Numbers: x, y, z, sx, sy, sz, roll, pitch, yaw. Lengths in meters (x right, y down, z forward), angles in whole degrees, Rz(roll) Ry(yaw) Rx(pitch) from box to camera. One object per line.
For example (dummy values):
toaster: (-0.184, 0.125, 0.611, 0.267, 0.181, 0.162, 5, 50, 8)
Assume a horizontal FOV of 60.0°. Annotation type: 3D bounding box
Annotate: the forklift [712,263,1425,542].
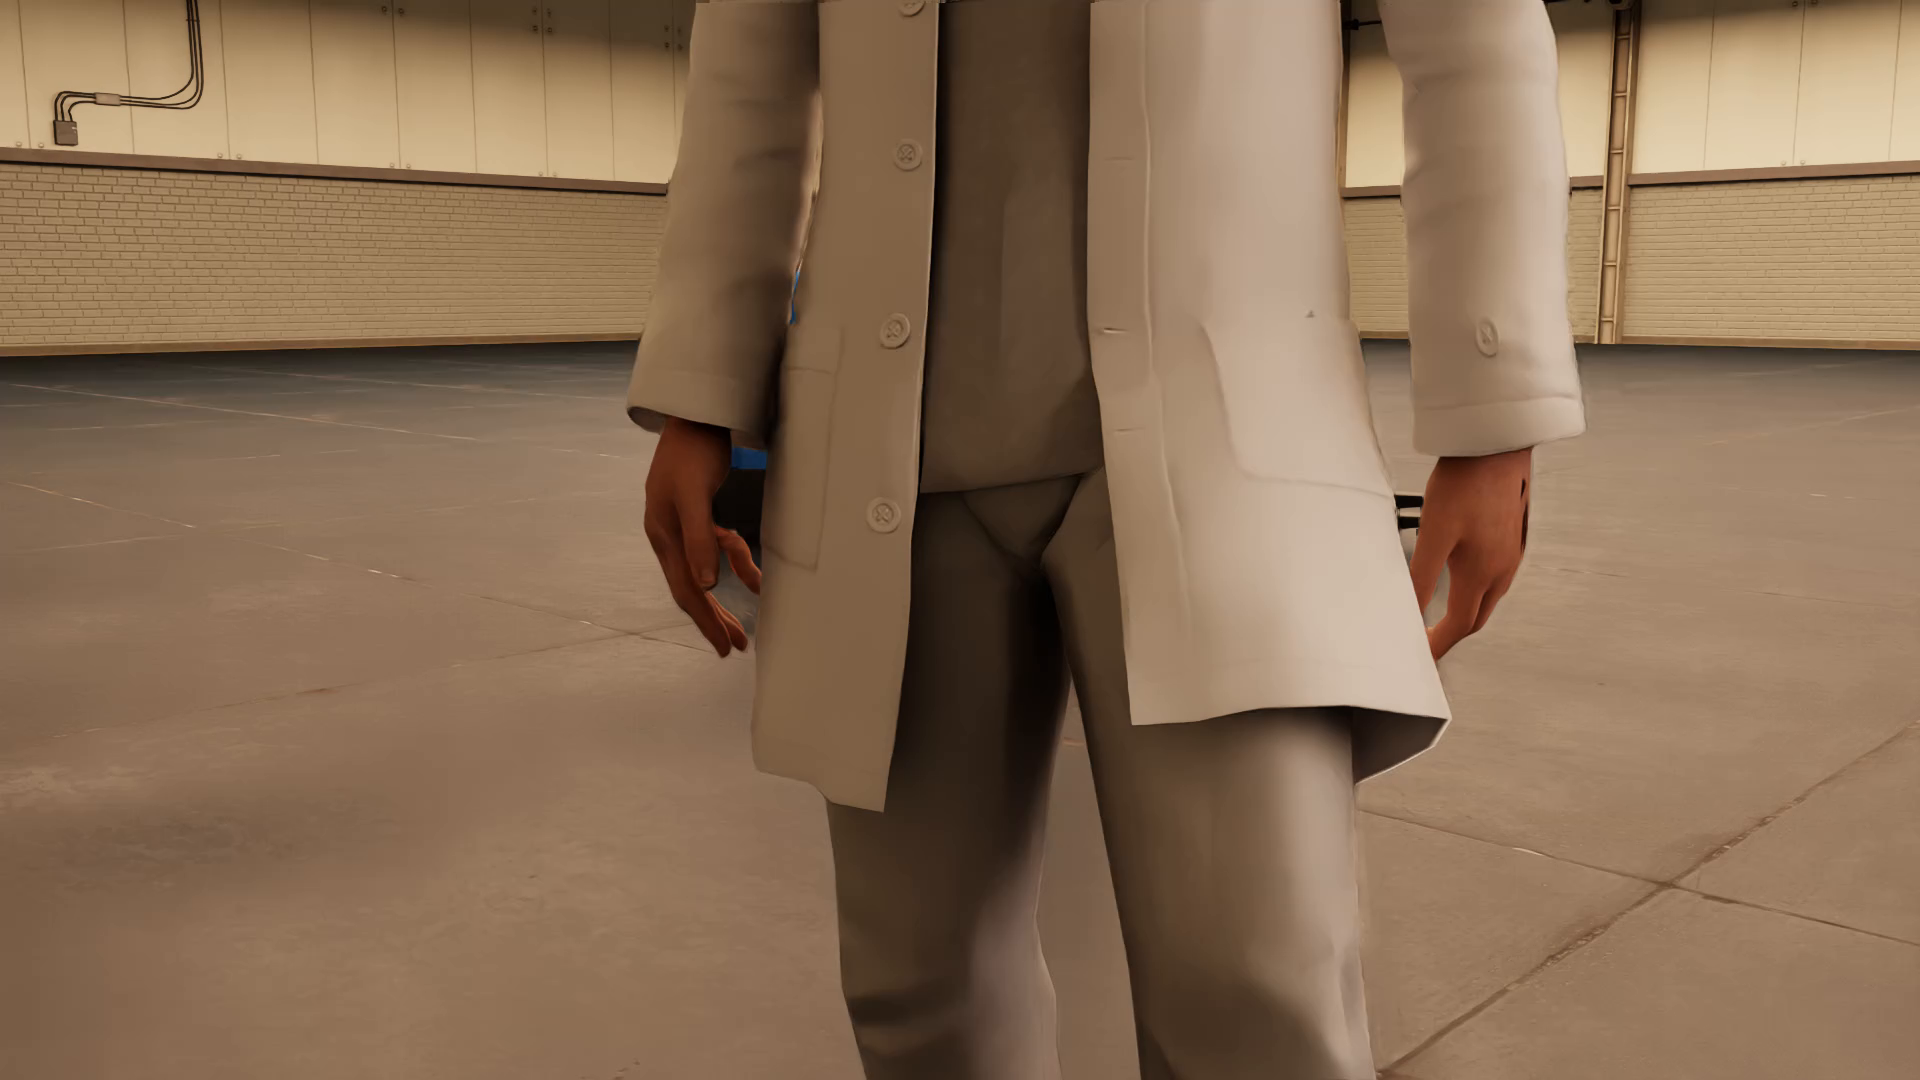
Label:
forklift: (0.565, -1.416, 6.275, 3.031, 2.935, 1.130, 3, 9, 22)
